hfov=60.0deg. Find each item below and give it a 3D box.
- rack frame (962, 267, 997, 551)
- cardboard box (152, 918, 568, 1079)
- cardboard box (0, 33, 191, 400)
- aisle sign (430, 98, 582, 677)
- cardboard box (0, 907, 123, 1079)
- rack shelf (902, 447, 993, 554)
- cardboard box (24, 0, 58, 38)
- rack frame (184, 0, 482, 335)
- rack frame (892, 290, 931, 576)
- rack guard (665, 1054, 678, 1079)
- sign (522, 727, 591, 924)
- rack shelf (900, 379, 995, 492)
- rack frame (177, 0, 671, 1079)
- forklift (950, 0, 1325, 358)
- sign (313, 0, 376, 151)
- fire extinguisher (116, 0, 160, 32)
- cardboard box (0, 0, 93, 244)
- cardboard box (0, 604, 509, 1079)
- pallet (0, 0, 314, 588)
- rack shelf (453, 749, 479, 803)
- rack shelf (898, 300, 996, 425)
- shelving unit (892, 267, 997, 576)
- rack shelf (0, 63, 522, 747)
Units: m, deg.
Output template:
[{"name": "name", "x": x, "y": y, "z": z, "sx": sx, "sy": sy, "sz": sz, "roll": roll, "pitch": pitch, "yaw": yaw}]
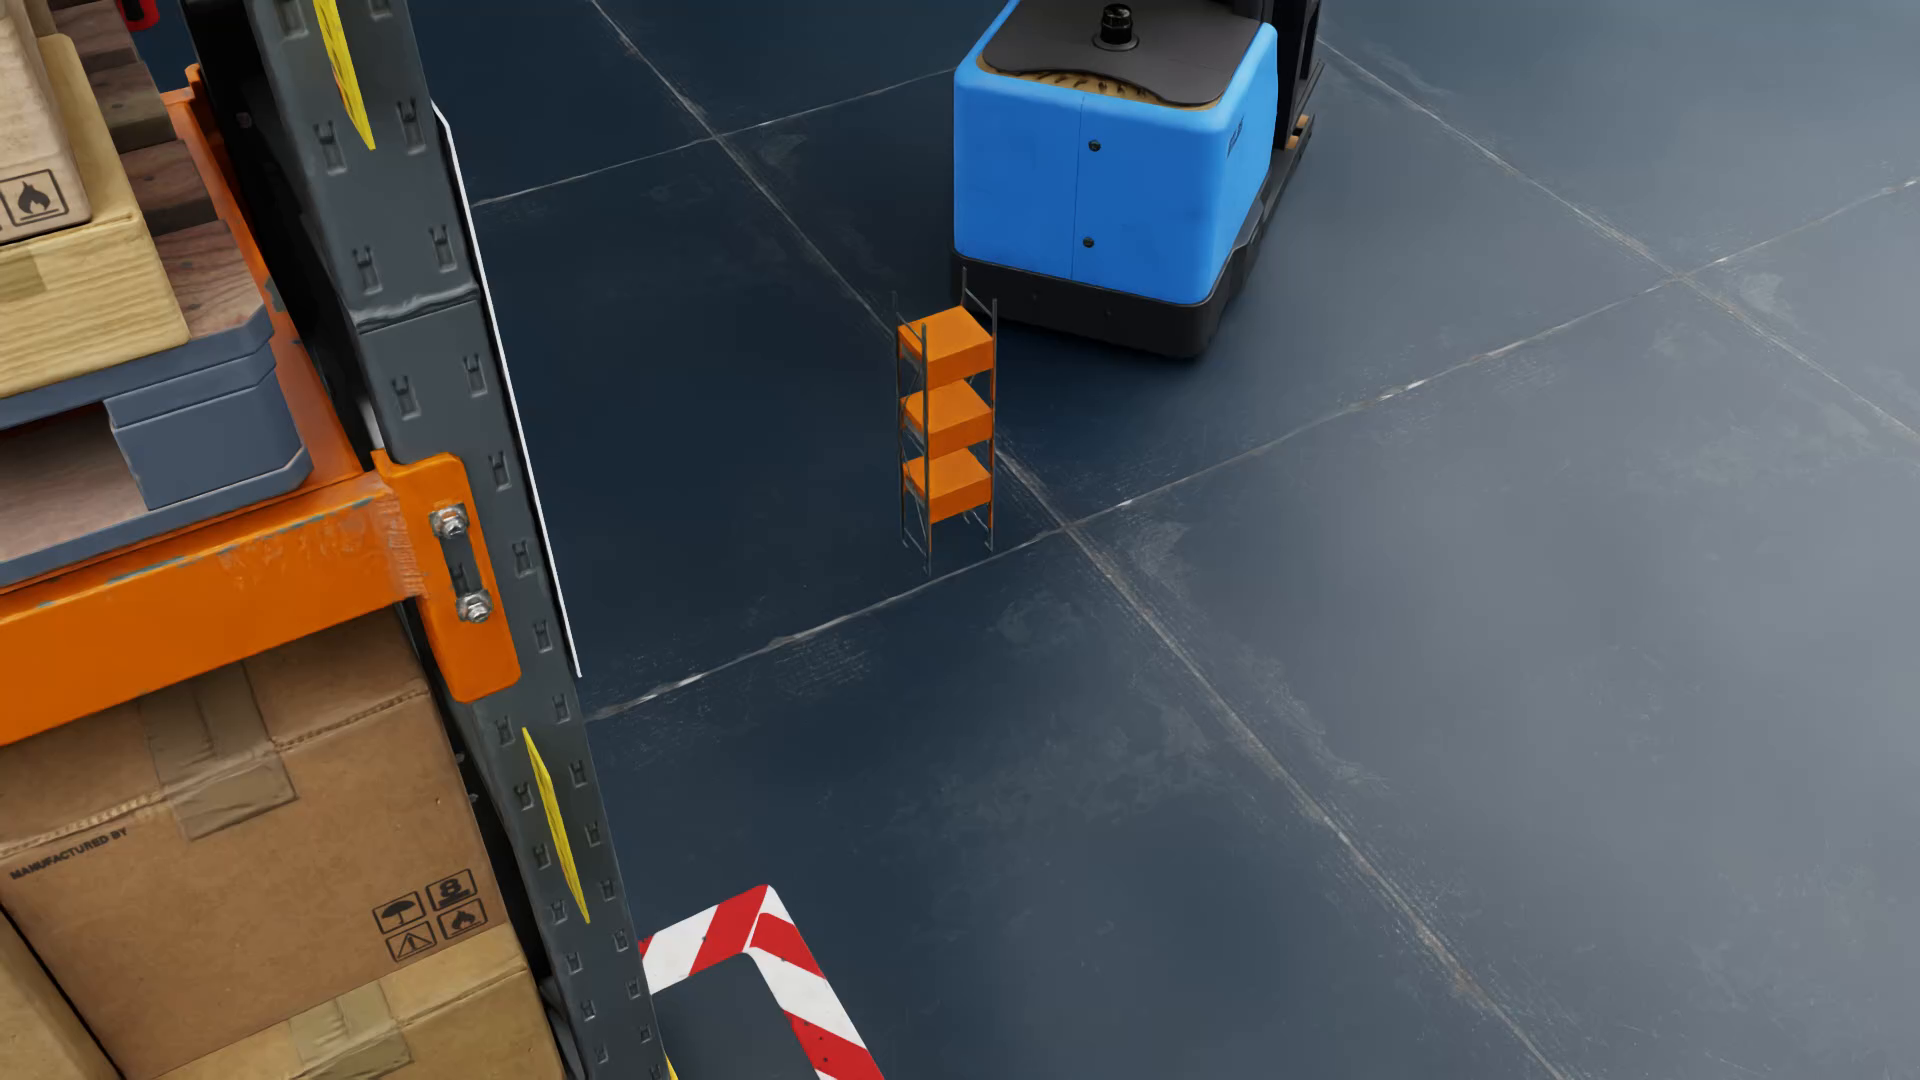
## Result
[{"name": "rack frame", "x": 0.059, "y": -0.401, "z": 5.409, "sx": 0.008, "sy": 1.050, "sz": 0.200, "roll": -22, "pitch": 48, "yaw": -21}, {"name": "cardboard box", "x": -1.091, "y": 0.652, "z": 2.817, "sx": 0.550, "sy": 0.550, "sz": 0.875, "roll": -22, "pitch": 48, "yaw": -21}, {"name": "cardboard box", "x": -0.912, "y": -0.303, "z": 1.562, "sx": 0.250, "sy": 0.149, "sz": 0.380, "roll": -22, "pitch": 48, "yaw": -21}, {"name": "aisle sign", "x": -0.581, "y": -0.227, "z": 1.963, "sx": 0.004, "sy": 0.787, "sz": 0.394, "roll": -22, "pitch": 48, "yaw": -21}, {"name": "cardboard box", "x": -1.564, "y": 0.460, "z": 2.239, "sx": 0.550, "sy": 0.550, "sz": 0.875, "roll": -22, "pitch": 48, "yaw": -21}, {"name": "rack shelf", "x": -0.046, "y": -0.151, "z": 5.566, "sx": 0.240, "sy": 0.259, "sz": 0.215, "roll": -22, "pitch": 48, "yaw": -21}, {"name": "cardboard box", "x": -1.249, "y": -0.698, "z": 1.969, "sx": 0.250, "sy": 0.149, "sz": 0.380, "roll": -21, "pitch": 48, "yaw": -21}, {"name": "rack frame", "x": -0.792, "y": -1.603, "z": 0.941, "sx": 0.127, "sy": 3.000, "sz": 1.000, "roll": -22, "pitch": 48, "yaw": -21}, {"name": "rack frame", "x": -0.152, "y": -0.316, "z": 5.322, "sx": 0.008, "sy": 1.050, "sz": 0.200, "roll": -22, "pitch": 48, "yaw": -21}, {"name": "rack guard", "x": -0.771, "y": 1.438, "z": 3.909, "sx": 0.348, "sy": 0.500, "sz": 1.175, "roll": -22, "pitch": 48, "yaw": -21}, {"name": "sign", "x": -0.534, "y": 0.381, "z": 2.202, "sx": 0.005, "sy": 0.325, "sz": 0.100, "roll": -22, "pitch": 48, "yaw": -21}, {"name": "rack shelf", "x": -0.046, "y": -0.351, "z": 5.373, "sx": 0.240, "sy": 0.259, "sz": 0.215, "roll": -22, "pitch": 48, "yaw": -21}, {"name": "rack frame", "x": -0.792, "y": 0.549, "z": 3.030, "sx": 0.127, "sy": 3.000, "sz": 1.000, "roll": -22, "pitch": 48, "yaw": -21}, {"name": "forklift", "x": 0.966, "y": -2.791, "z": 6.521, "sx": 1.130, "sy": 2.935, "sz": 3.031, "roll": 15, "pitch": 46, "yaw": 15}, {"name": "sign", "x": -0.534, "y": -0.484, "z": 1.362, "sx": 0.005, "sy": 0.325, "sz": 0.100, "roll": -22, "pitch": 48, "yaw": -21}, {"name": "fire extinguisher", "x": -3.017, "y": -2.138, "z": 5.855, "sx": 0.183, "sy": 0.674, "sz": 0.296, "roll": -22, "pitch": 48, "yaw": -21}, {"name": "cardboard box", "x": -1.077, "y": -0.428, "z": 1.404, "sx": 0.500, "sy": 0.250, "sz": 0.500, "roll": -21, "pitch": 48, "yaw": -20}, {"name": "cardboard box", "x": -1.133, "y": 0.213, "z": 2.493, "sx": 0.550, "sy": 0.550, "sz": 0.875, "roll": -22, "pitch": 48, "yaw": -21}, {"name": "pallet", "x": -1.430, "y": -0.231, "z": 1.745, "sx": 1.213, "sy": 0.211, "sz": 1.003, "roll": -22, "pitch": 48, "yaw": -21}, {"name": "rack shelf", "x": -2.526, "y": 1.502, "z": 2.566, "sx": 4.000, "sy": 0.370, "sz": 1.077, "roll": -22, "pitch": 48, "yaw": -21}, {"name": "rack shelf", "x": -0.046, "y": -0.554, "z": 5.175, "sx": 0.240, "sy": 0.259, "sz": 0.215, "roll": -22, "pitch": 48, "yaw": -21}, {"name": "shelving unit", "x": -0.046, "y": -0.358, "z": 5.365, "sx": 0.252, "sy": 1.050, "sz": 0.215, "roll": -22, "pitch": 48, "yaw": -21}, {"name": "rack shelf", "x": -2.526, "y": 0.425, "z": 1.521, "sx": 4.000, "sy": 0.370, "sz": 1.077, "roll": -22, "pitch": 48, "yaw": -21}]
